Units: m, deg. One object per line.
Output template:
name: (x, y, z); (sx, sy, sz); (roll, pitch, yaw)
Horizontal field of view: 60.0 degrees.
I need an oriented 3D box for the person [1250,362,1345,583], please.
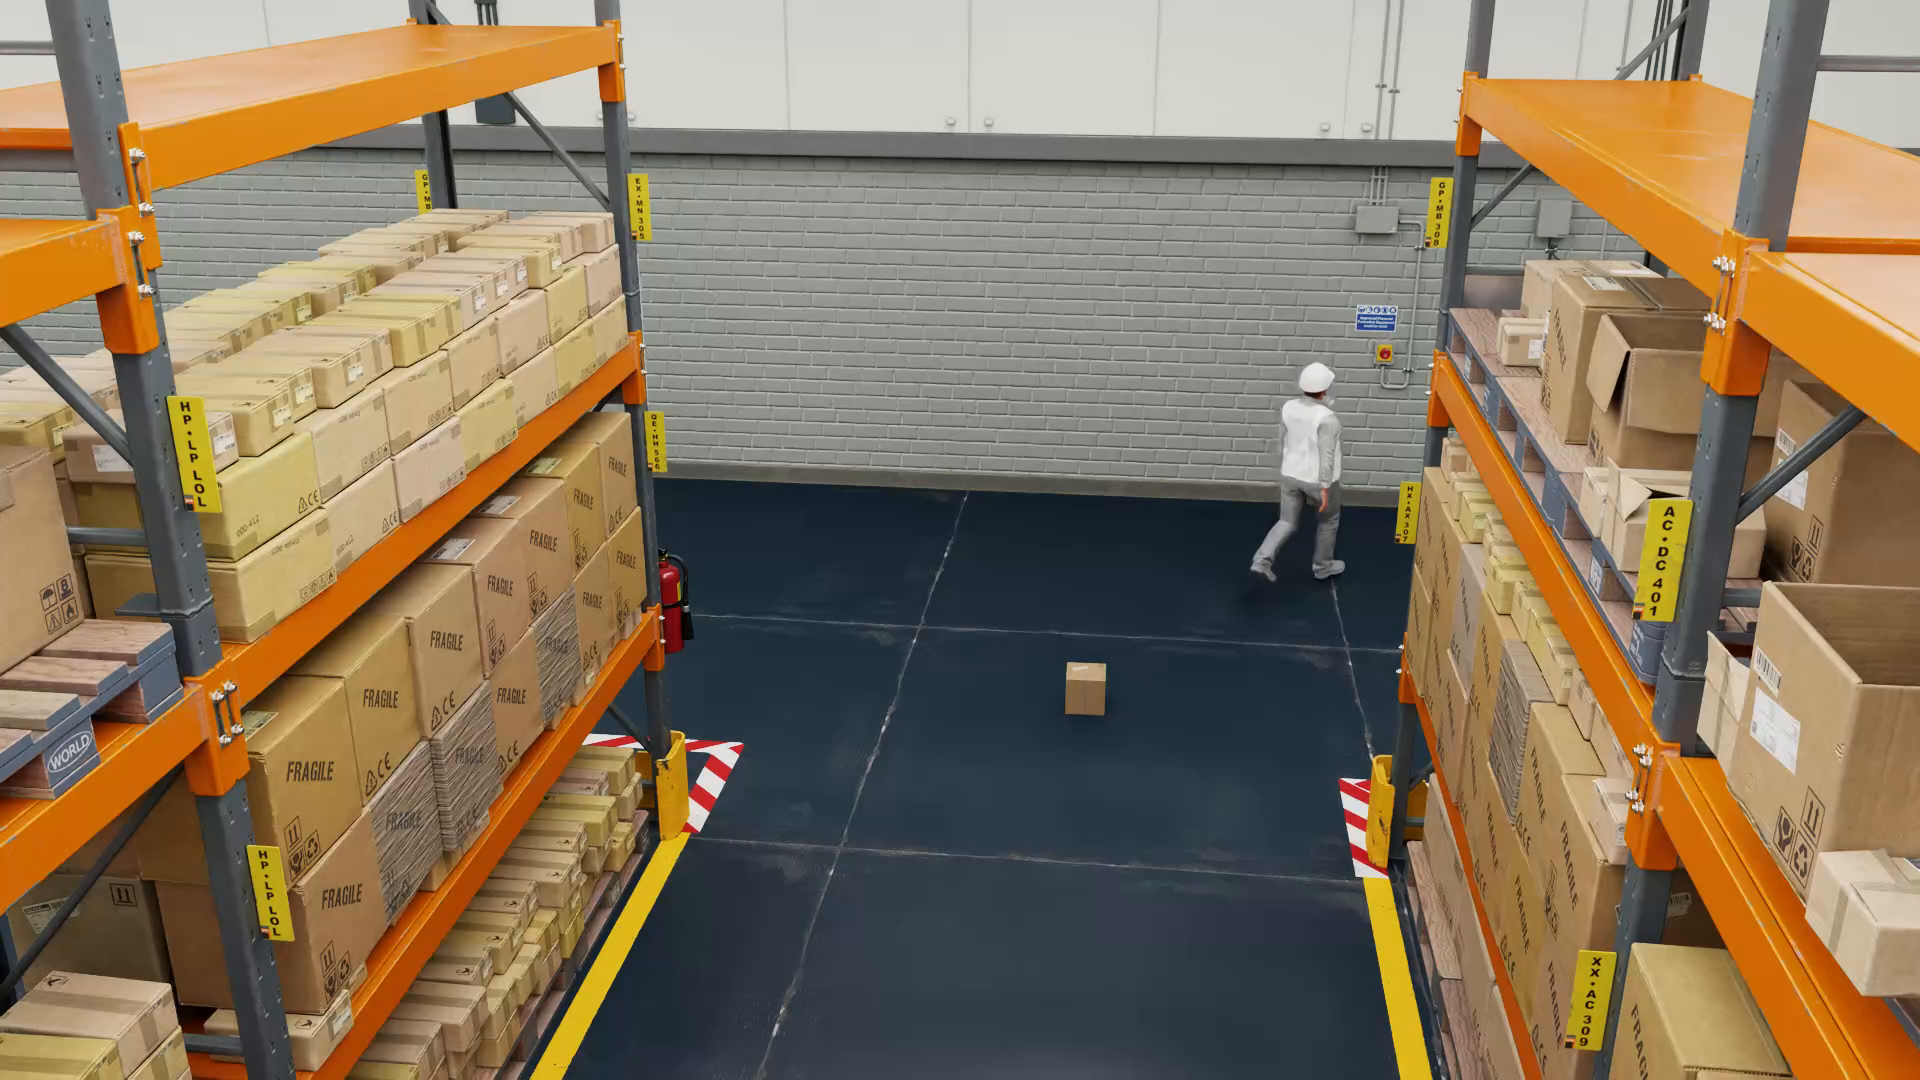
person: (2.558, -0.482, 12.302); (0.543, 1.734, 0.934); (19, 28, 41)
